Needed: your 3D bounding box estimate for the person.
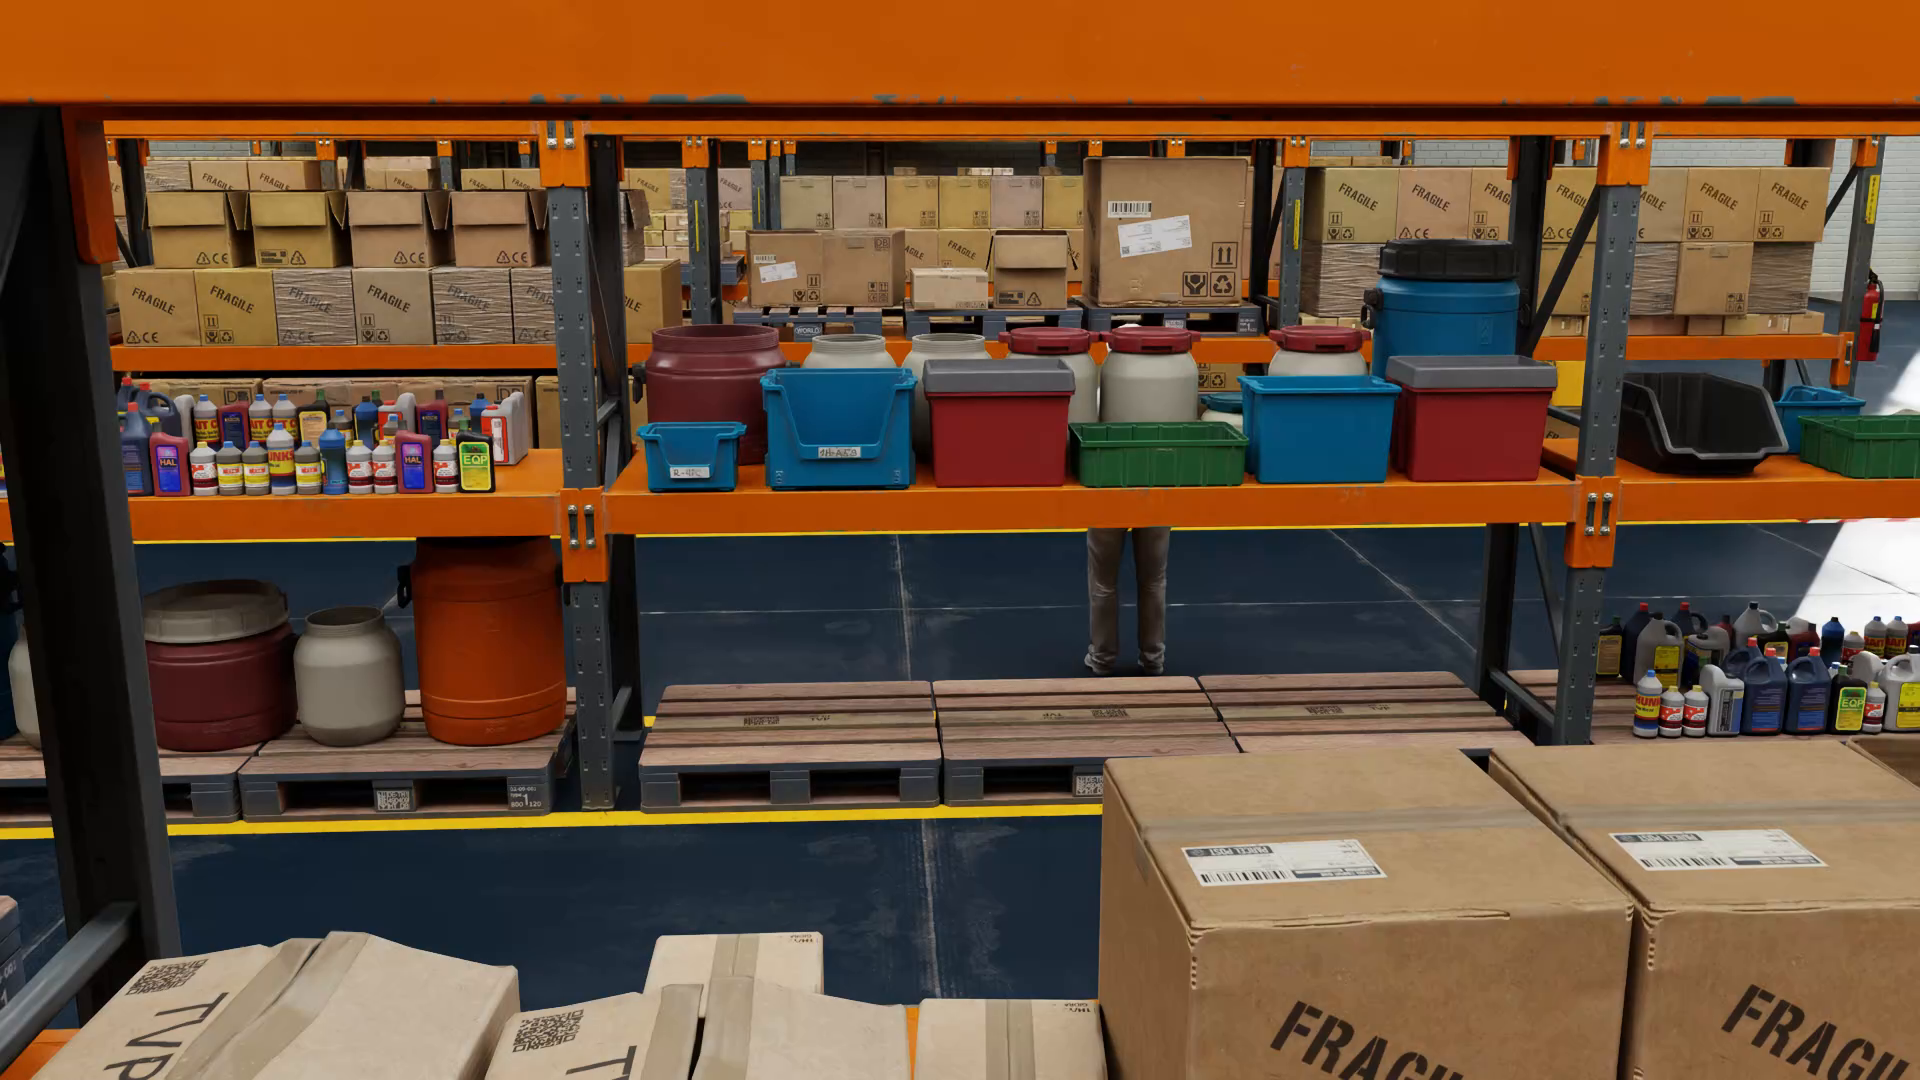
[{"bbox_3d":[0.838,-0.217,8.361,0.462,1.767,0.554,-1,13,-3],"label":"person"}]
